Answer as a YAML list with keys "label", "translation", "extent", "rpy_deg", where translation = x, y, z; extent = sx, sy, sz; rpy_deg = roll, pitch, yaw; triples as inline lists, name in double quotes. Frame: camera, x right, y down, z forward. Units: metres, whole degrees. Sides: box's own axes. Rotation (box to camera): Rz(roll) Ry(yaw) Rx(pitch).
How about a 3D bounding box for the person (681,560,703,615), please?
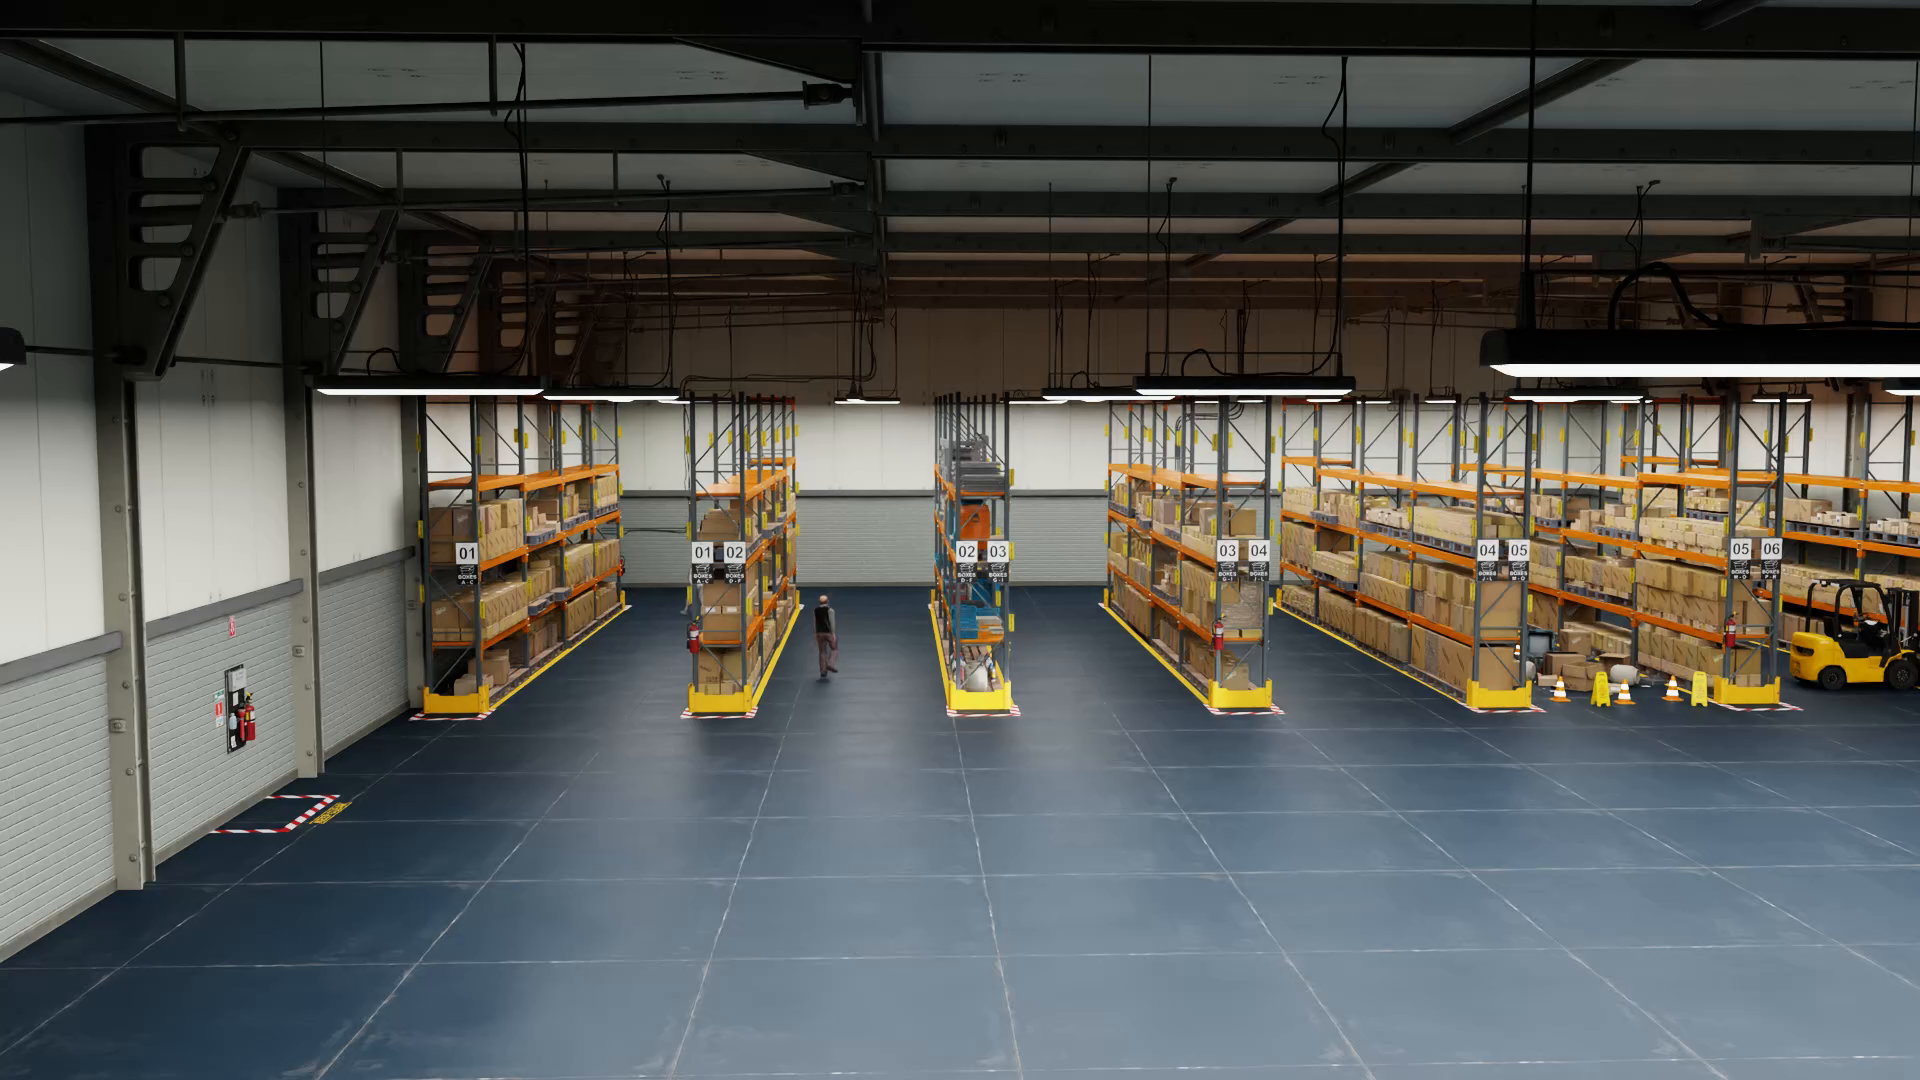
- label: "person"
  translation: [-7.224, 1.262, 45.553]
  extent: [0.938, 1.620, 0.485]
  rpy_deg: [4, 6, 41]

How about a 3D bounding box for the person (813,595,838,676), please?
- label: "person"
  translation: [-2.867, 2.026, 35.368]
  extent: [0.570, 1.709, 0.464]
  rpy_deg: [1, 5, 11]

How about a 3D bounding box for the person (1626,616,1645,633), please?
- label: "person"
  translation: [16.860, 1.526, 41.281]
  extent: [0.609, 1.786, 0.441]
  rpy_deg: [-2, 5, -28]
